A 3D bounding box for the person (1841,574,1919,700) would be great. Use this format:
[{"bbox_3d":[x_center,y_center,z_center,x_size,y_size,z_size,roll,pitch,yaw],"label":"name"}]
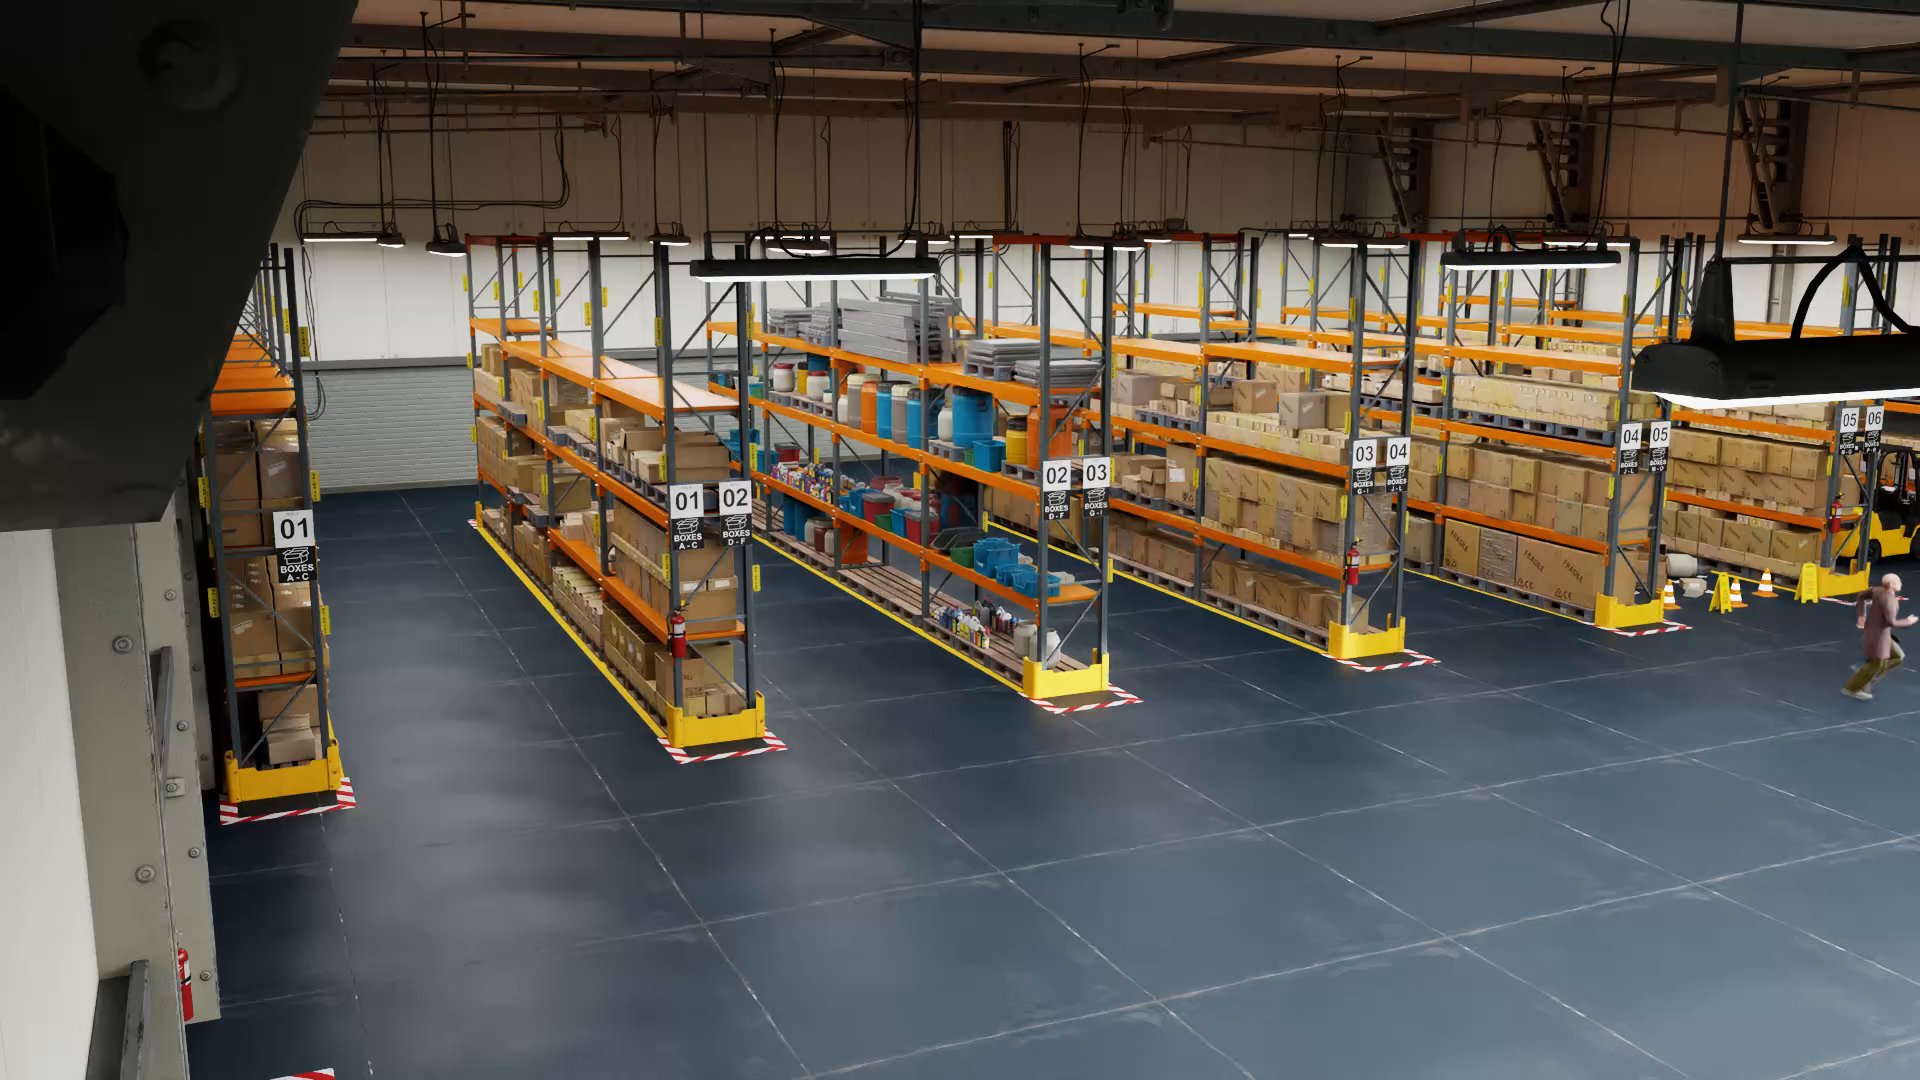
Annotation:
[{"bbox_3d":[12.157,1.276,21.938,0.793,1.726,0.759,4,12,18],"label":"person"}]
